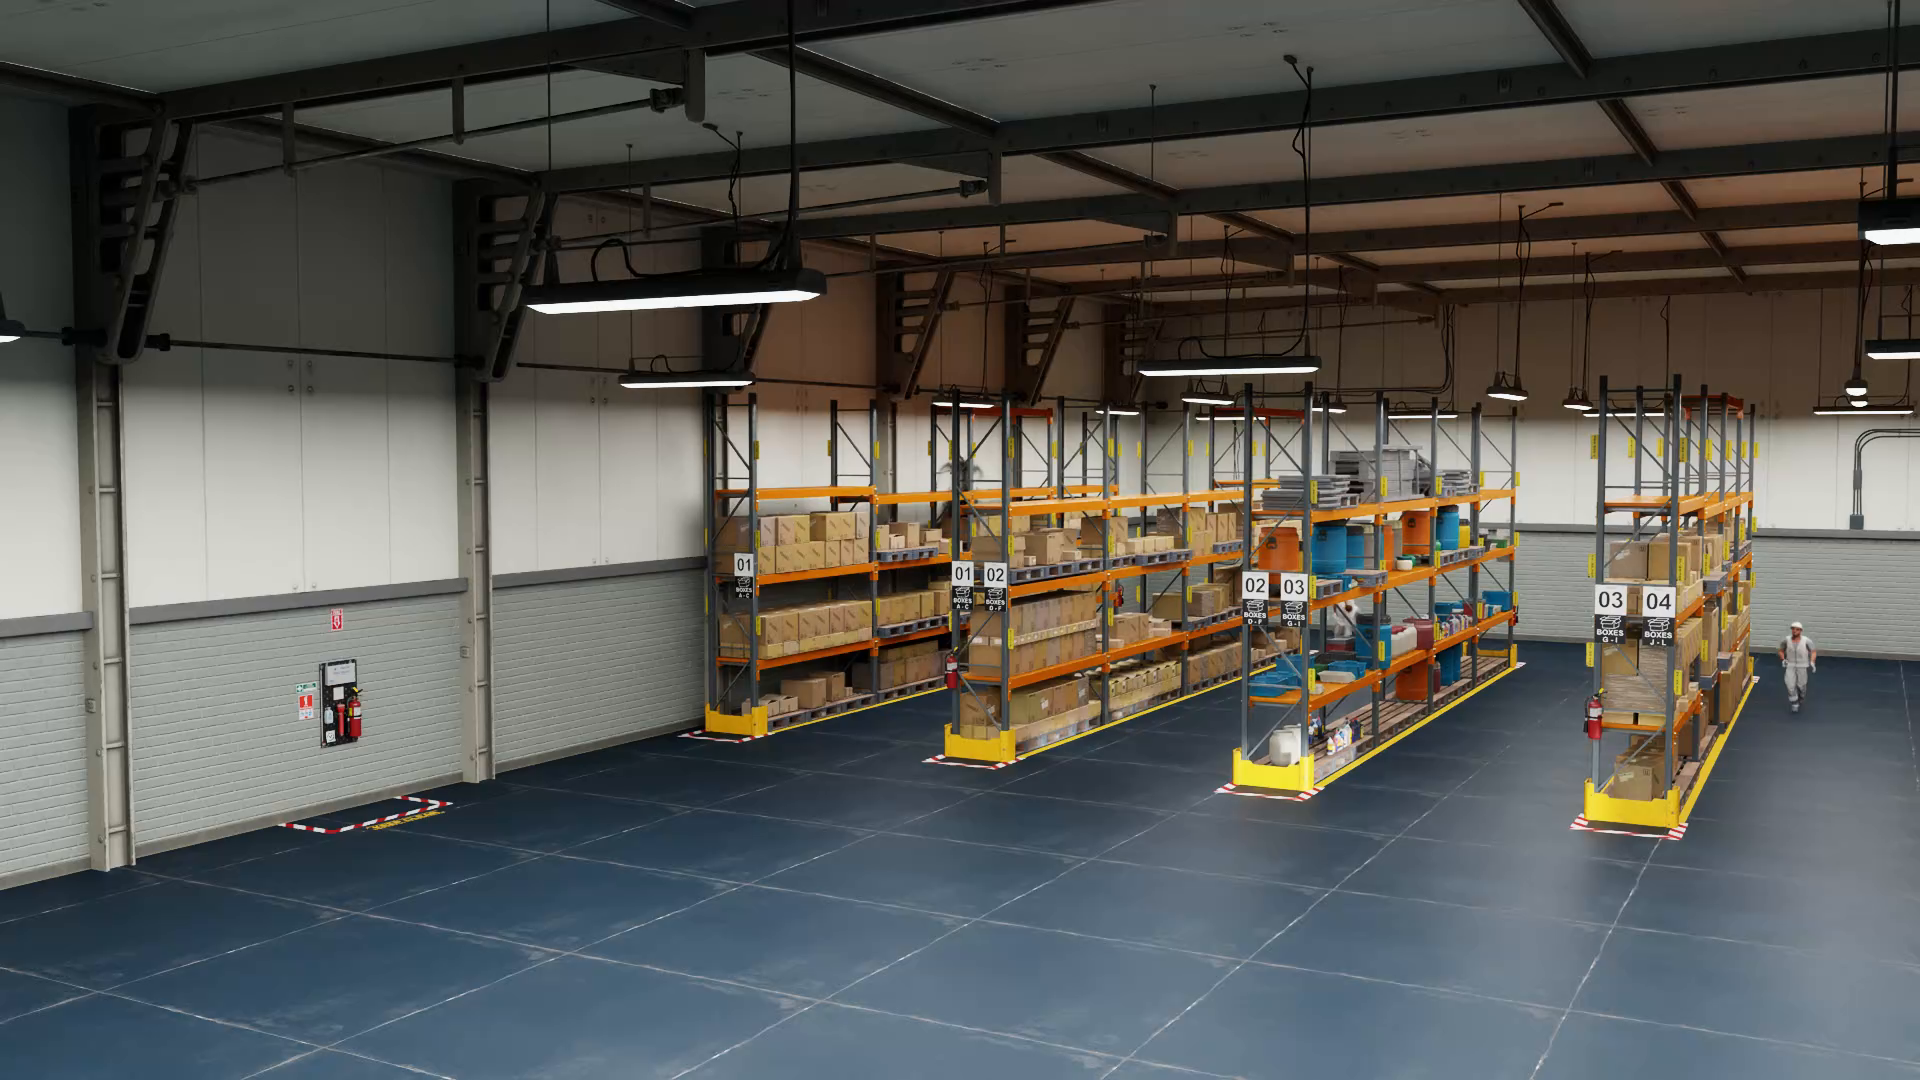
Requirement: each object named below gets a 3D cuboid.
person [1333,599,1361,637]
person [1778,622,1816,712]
[{"bbox_3d":[9.398,2.093,40.461,0.712,1.441,1.002,1,3,20],"label":"person"},{"bbox_3d":[15.979,2.425,31.754,0.646,1.728,0.623,2,4,30],"label":"person"}]
